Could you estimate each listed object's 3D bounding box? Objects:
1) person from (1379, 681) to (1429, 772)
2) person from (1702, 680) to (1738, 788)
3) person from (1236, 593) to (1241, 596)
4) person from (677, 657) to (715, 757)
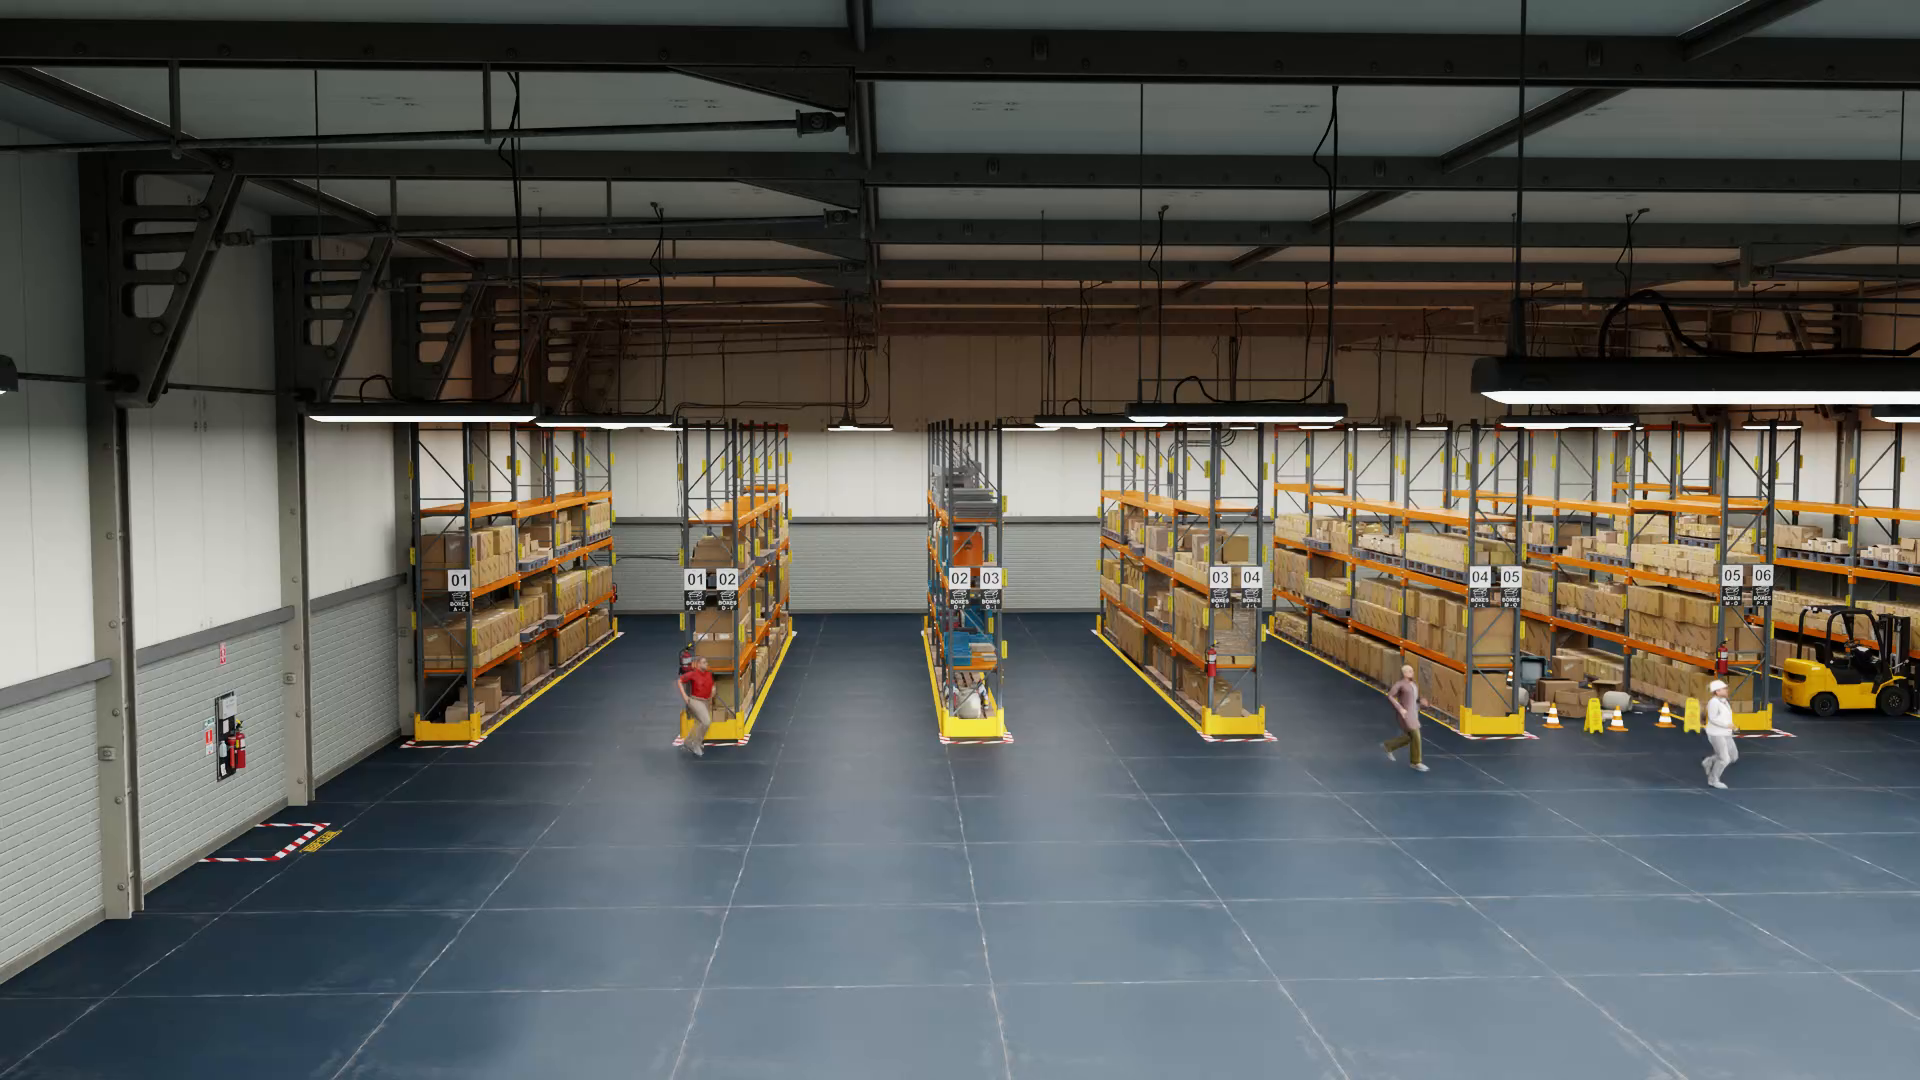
[{"bbox_3d":[7.624,3.146,28.466,0.924,1.533,0.613,3,5,40],"label":"person"},{"bbox_3d":[12.321,3.133,26.929,0.591,1.736,0.587,3,5,41],"label":"person"},{"bbox_3d":[7.794,2.068,45.240,0.728,1.540,0.610,0,4,6],"label":"person"},{"bbox_3d":[-4.654,2.971,29.782,0.654,1.740,0.654,2,4,26],"label":"person"}]
